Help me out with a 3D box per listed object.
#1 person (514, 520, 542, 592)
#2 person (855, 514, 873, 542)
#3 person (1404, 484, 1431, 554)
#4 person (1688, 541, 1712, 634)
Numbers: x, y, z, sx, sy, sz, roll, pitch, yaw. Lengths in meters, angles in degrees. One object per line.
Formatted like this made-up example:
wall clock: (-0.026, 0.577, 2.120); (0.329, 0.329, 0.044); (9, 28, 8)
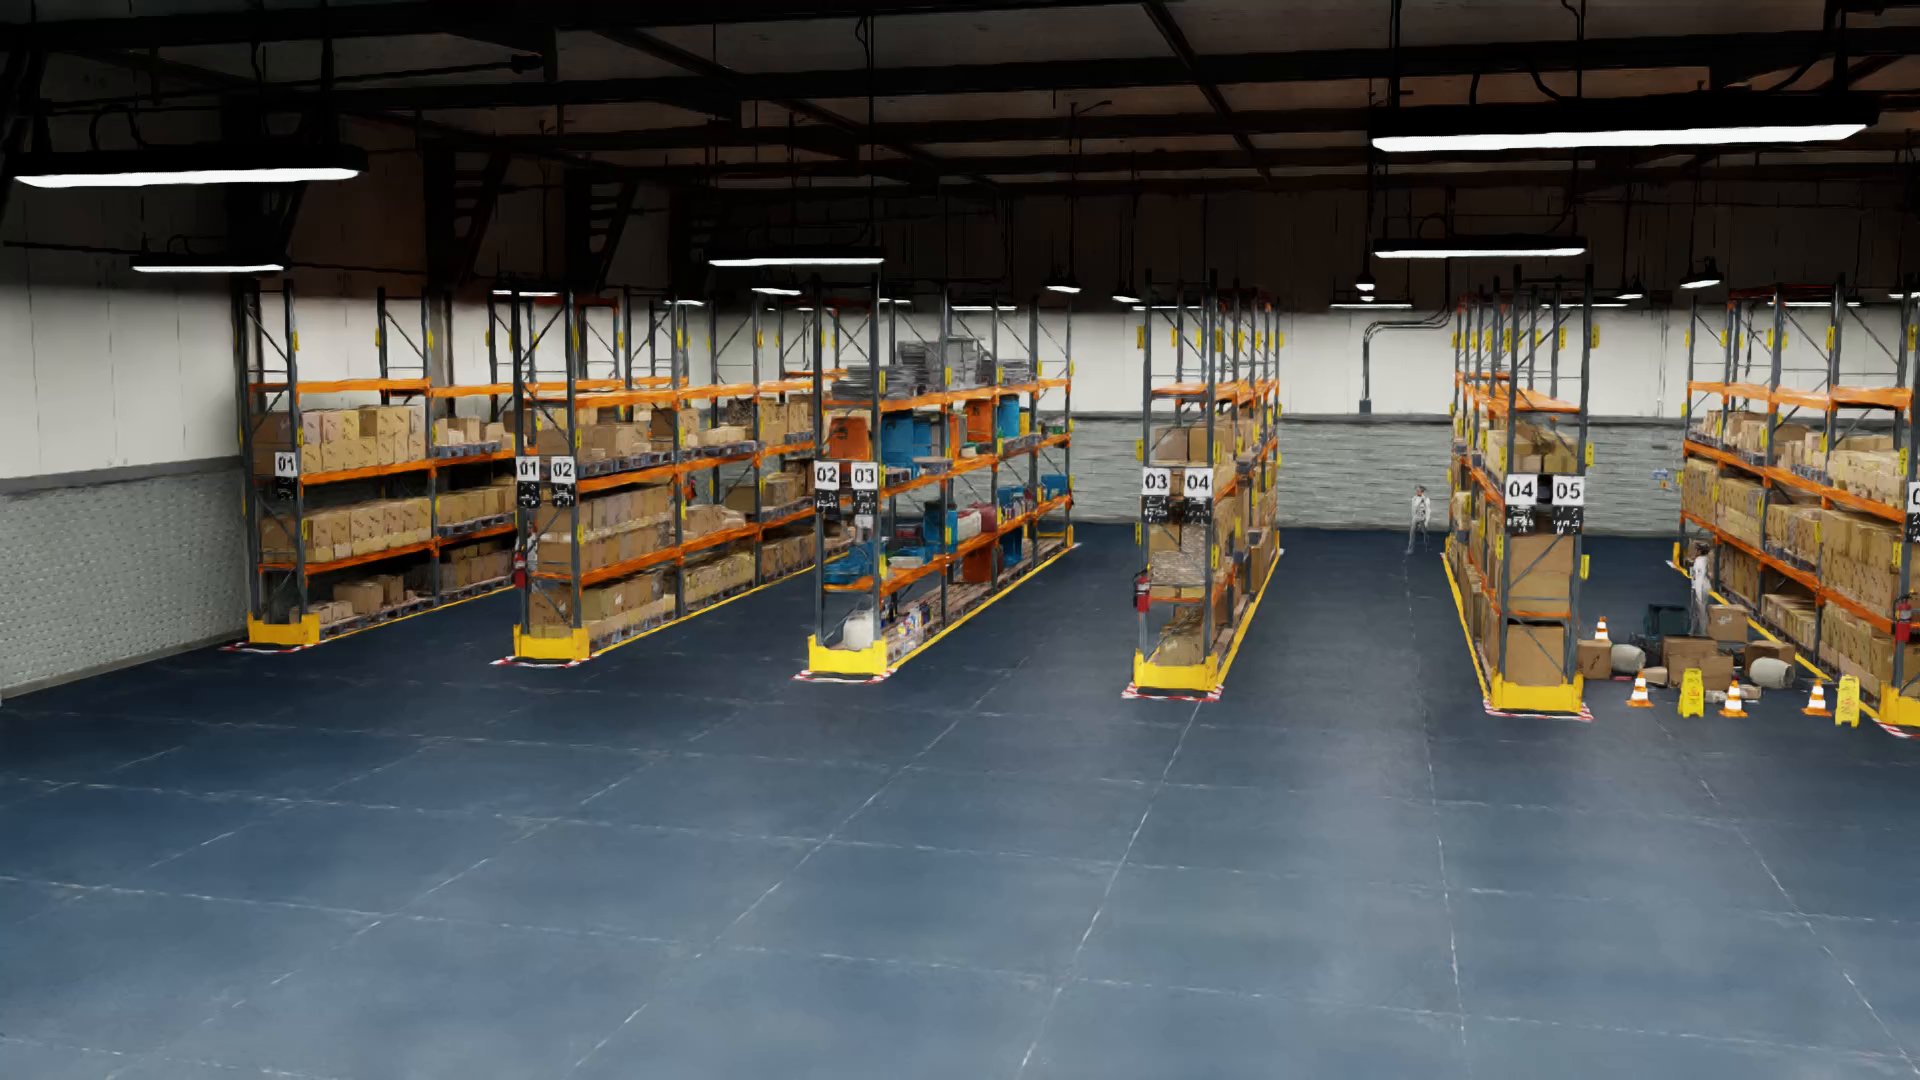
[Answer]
person: (-7.945, 0.462, 30.704); (0.536, 1.707, 1.036); (1, 7, 6)
person: (-2.132, -0.343, 37.486); (0.555, 1.725, 1.029); (2, 7, 13)
person: (10.843, -0.508, 39.122); (0.486, 1.629, 0.878); (5, 9, 37)
person: (12.241, 0.856, 27.650); (0.502, 1.676, 0.564); (4, 8, 30)
